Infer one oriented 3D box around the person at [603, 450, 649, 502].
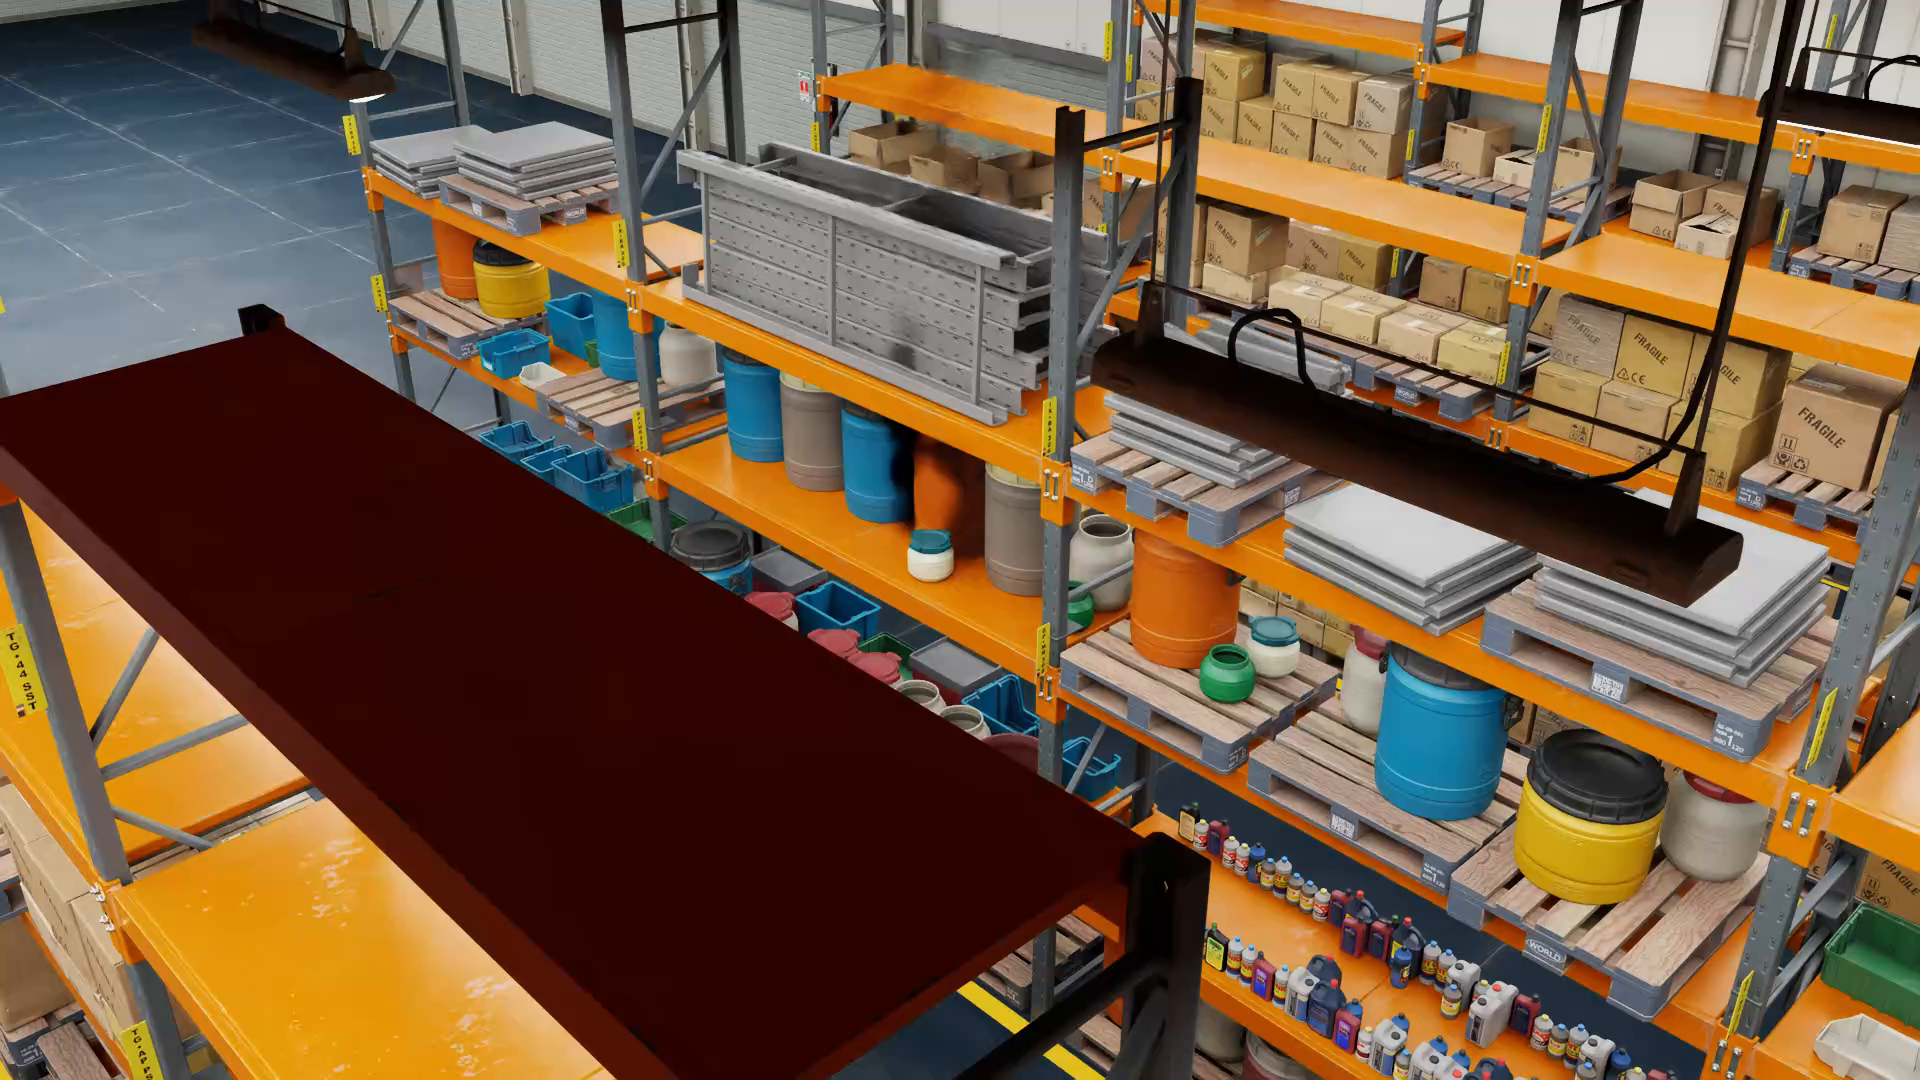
[{"bbox_3d":[-3.407,-0.878,16.660,0.551,1.702,0.720,19,34,32],"label":"person"}]
